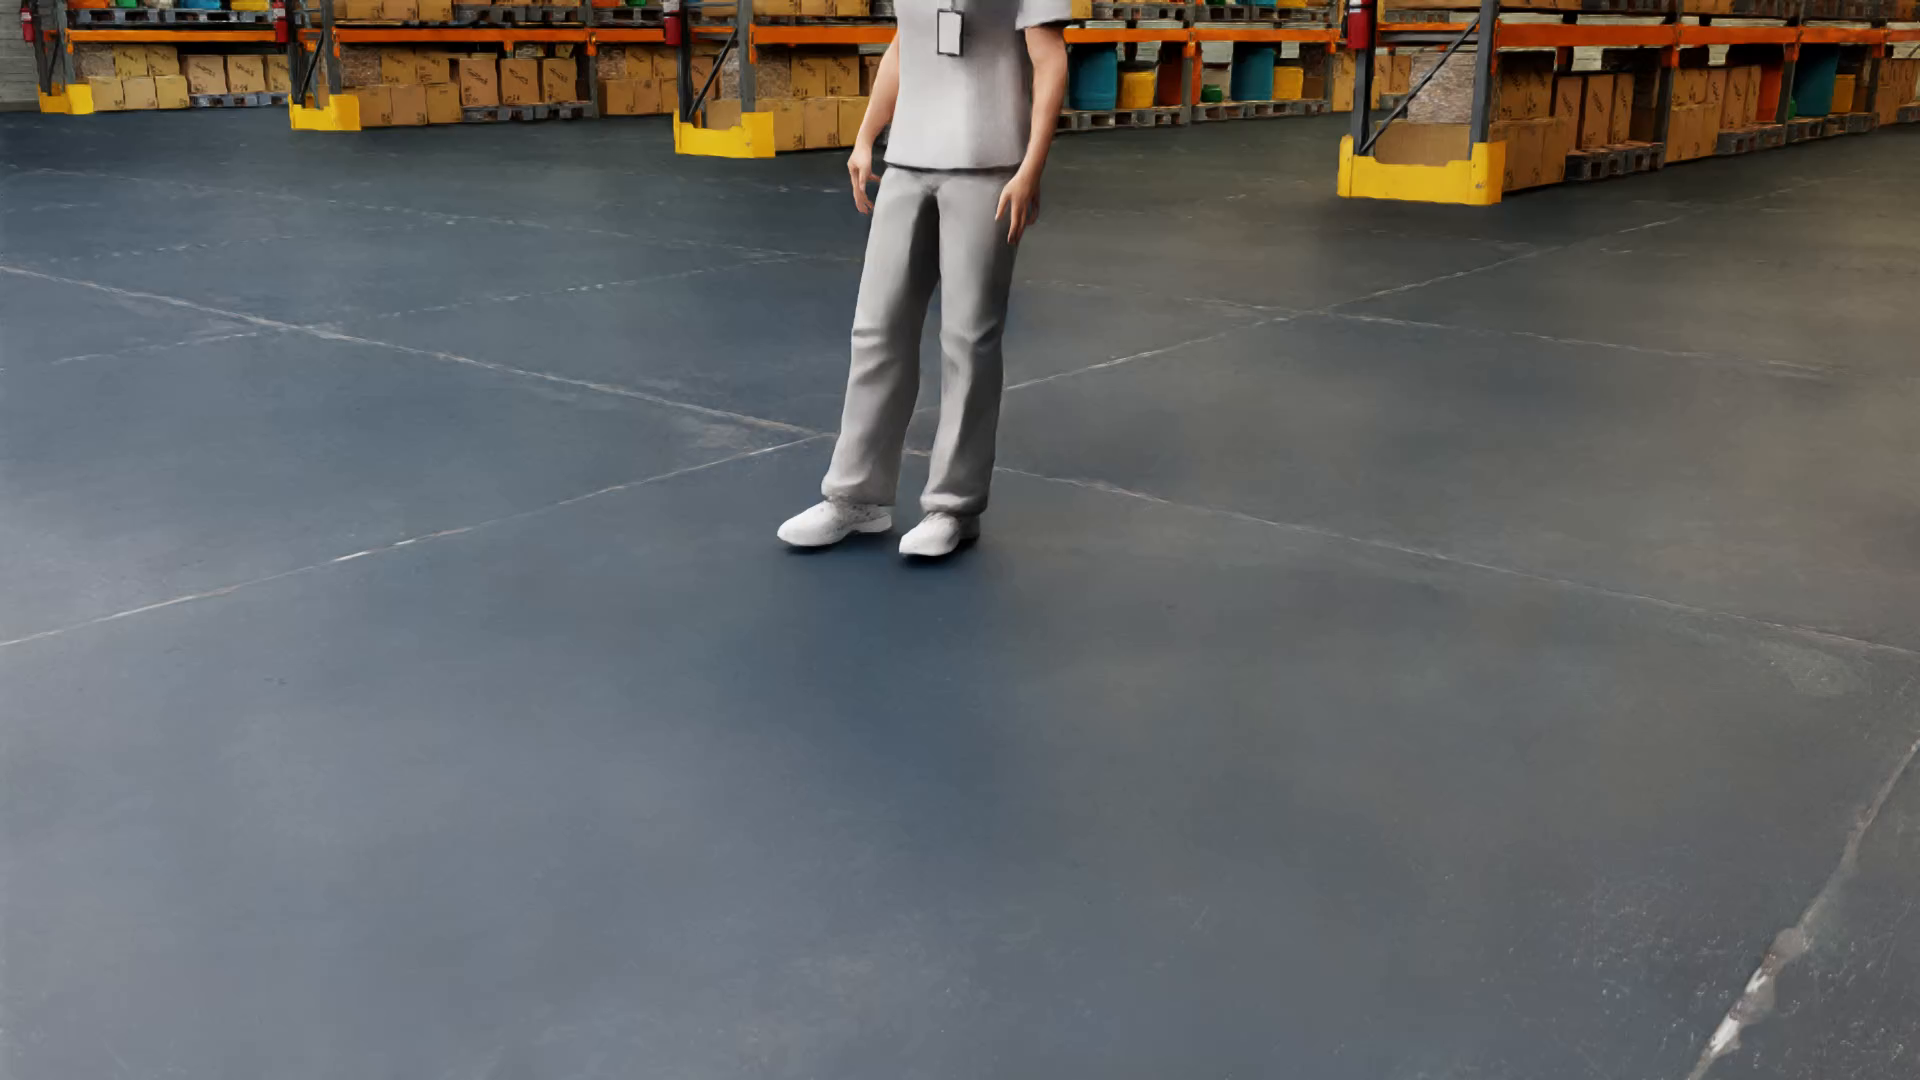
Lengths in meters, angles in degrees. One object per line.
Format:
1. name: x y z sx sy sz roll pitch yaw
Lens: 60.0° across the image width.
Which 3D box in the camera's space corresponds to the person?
1. person: -0.057 -0.795 3.650 0.550 1.674 0.548 13 21 37
